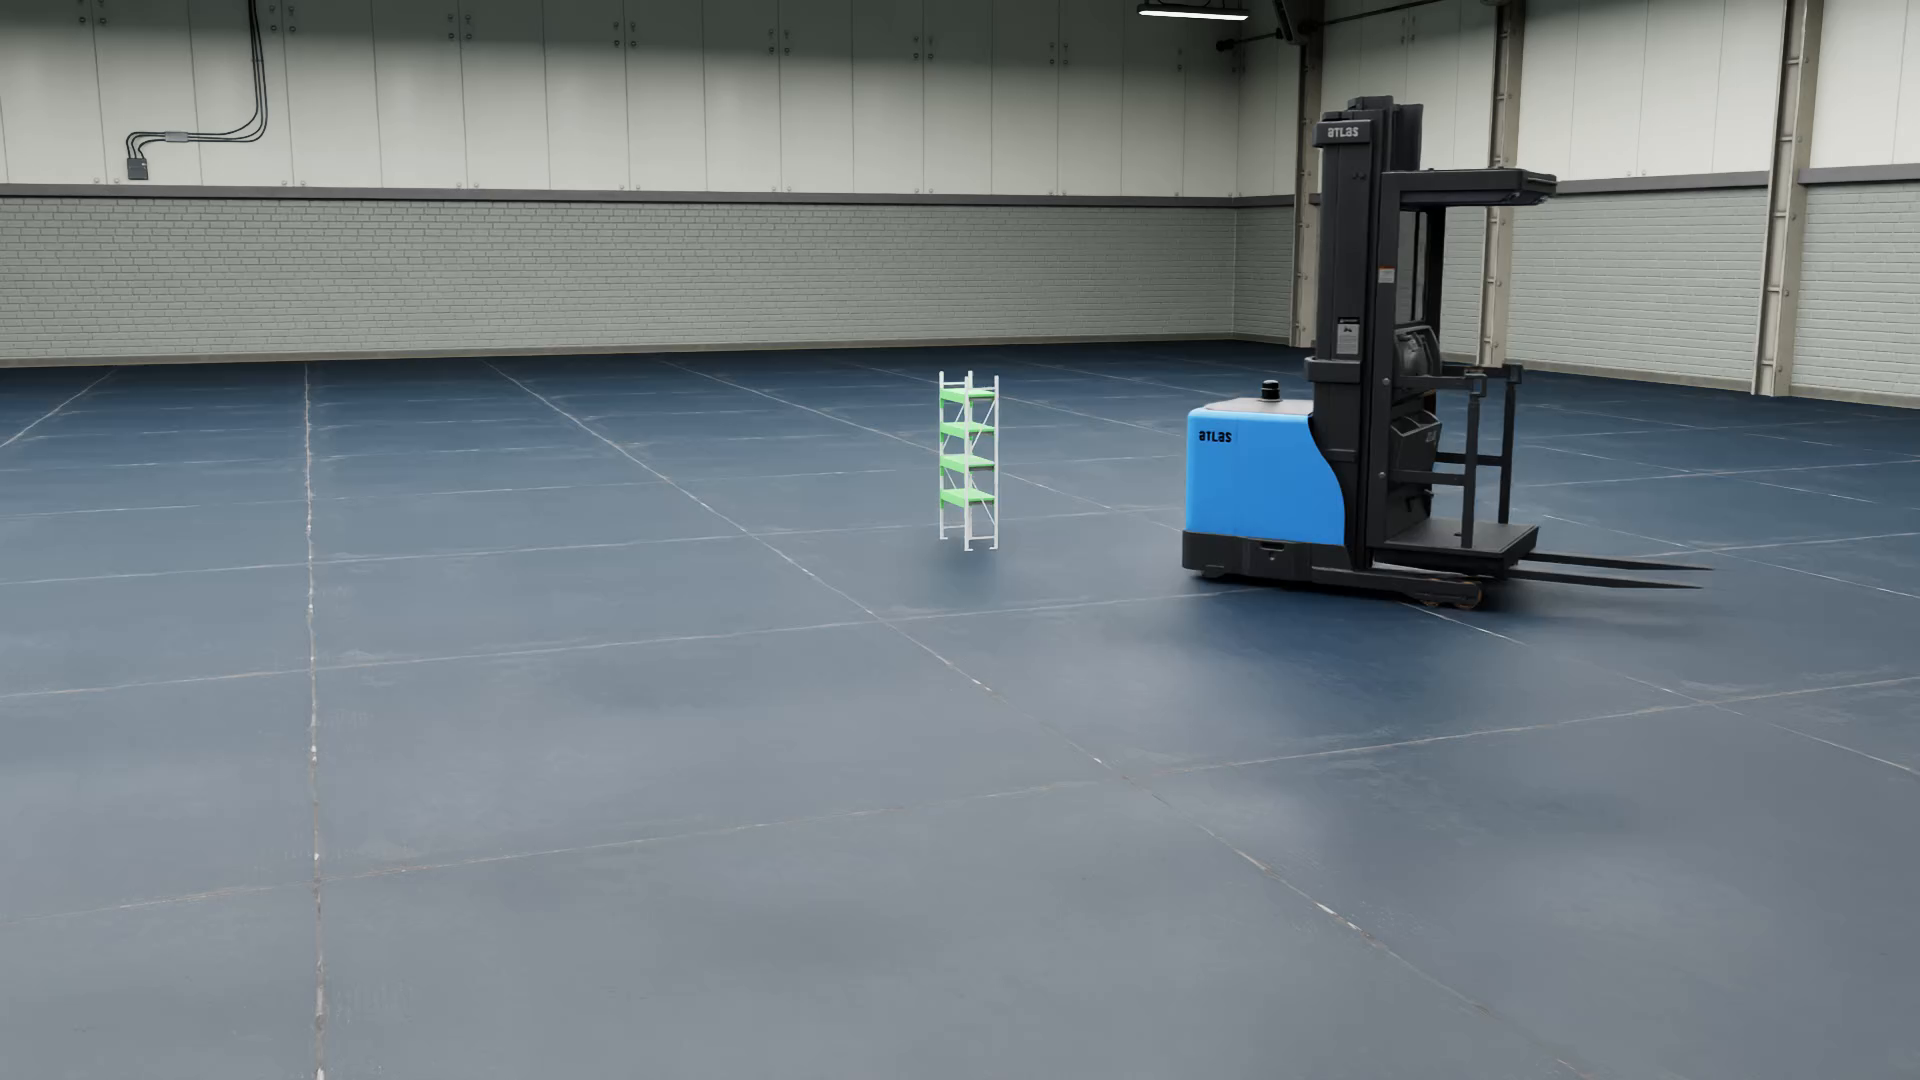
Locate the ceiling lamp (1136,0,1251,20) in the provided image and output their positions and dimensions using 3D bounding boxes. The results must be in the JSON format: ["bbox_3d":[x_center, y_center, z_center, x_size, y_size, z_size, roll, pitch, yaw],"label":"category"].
[{"bbox_3d":[3.823,-10.357,27.783,2.000,3.185,0.800,-4,11,-21],"label":"ceiling lamp"}]

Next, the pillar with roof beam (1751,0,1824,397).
[{"bbox_3d":[7.382,-6.197,21.062,9.100,9.000,0.400,-4,11,-21],"label":"pillar with roof beam"}]

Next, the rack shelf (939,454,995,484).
[{"bbox_3d":[0.060,-0.501,11.674,0.258,0.148,0.480,-4,11,-21],"label":"rack shelf"}]

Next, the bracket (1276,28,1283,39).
[{"bbox_3d":[6.565,-10.246,33.549,0.235,0.232,0.430,-4,11,-21],"label":"bracket"}]

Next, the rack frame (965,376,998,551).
[{"bbox_3d":[0.148,-0.524,11.439,0.240,1.200,0.015,-4,11,-21],"label":"rack frame"}]

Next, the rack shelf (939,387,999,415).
[{"bbox_3d":[0.060,-0.973,11.590,0.258,0.148,0.480,-4,11,-21],"label":"rack shelf"}]

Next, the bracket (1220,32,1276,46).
[{"bbox_3d":[5.920,-10.537,35.181,0.076,0.066,3.189,-4,11,-21],"label":"bracket"}]

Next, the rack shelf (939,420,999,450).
[{"bbox_3d":[0.060,-0.737,11.632,0.258,0.148,0.480,-4,11,-21],"label":"rack shelf"}]

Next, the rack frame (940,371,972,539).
[{"bbox_3d":[-0.028,-0.604,11.887,0.240,1.200,0.015,-4,11,-21],"label":"rack frame"}]

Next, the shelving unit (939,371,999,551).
[{"bbox_3d":[0.060,-0.564,11.663,0.258,1.200,0.503,-4,11,-21],"label":"shelving unit"}]

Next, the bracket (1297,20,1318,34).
[{"bbox_3d":[6.866,-10.111,32.787,0.235,0.232,0.430,-4,11,-21],"label":"bracket"}]

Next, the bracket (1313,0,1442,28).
[{"bbox_3d":[7.799,-9.690,30.423,0.076,0.066,4.783,-4,11,-21],"label":"bracket"}]

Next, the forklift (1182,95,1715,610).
[{"bbox_3d":[2.944,-1.143,9.979,3.031,2.935,1.130,6,12,29],"label":"forklift"}]

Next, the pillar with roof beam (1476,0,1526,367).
[{"bbox_3d":[5.208,-7.176,26.568,9.100,9.000,0.548,-4,11,-21],"label":"pillar with roof beam"}]

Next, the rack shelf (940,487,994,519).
[{"bbox_3d":[0.060,-0.265,11.716,0.258,0.148,0.480,-4,11,-21],"label":"rack shelf"}]

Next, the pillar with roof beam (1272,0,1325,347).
[{"bbox_3d":[3.034,-8.156,32.074,9.100,9.000,0.548,-4,11,-21],"label":"pillar with roof beam"}]

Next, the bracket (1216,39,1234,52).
[{"bbox_3d":[5.706,-10.633,35.723,0.235,0.232,0.430,-4,11,-21],"label":"bracket"}]

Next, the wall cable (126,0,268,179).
[{"bbox_3d":[-13.294,-9.269,28.621,2.305,6.003,0.169,-4,11,-21],"label":"wall cable"}]
